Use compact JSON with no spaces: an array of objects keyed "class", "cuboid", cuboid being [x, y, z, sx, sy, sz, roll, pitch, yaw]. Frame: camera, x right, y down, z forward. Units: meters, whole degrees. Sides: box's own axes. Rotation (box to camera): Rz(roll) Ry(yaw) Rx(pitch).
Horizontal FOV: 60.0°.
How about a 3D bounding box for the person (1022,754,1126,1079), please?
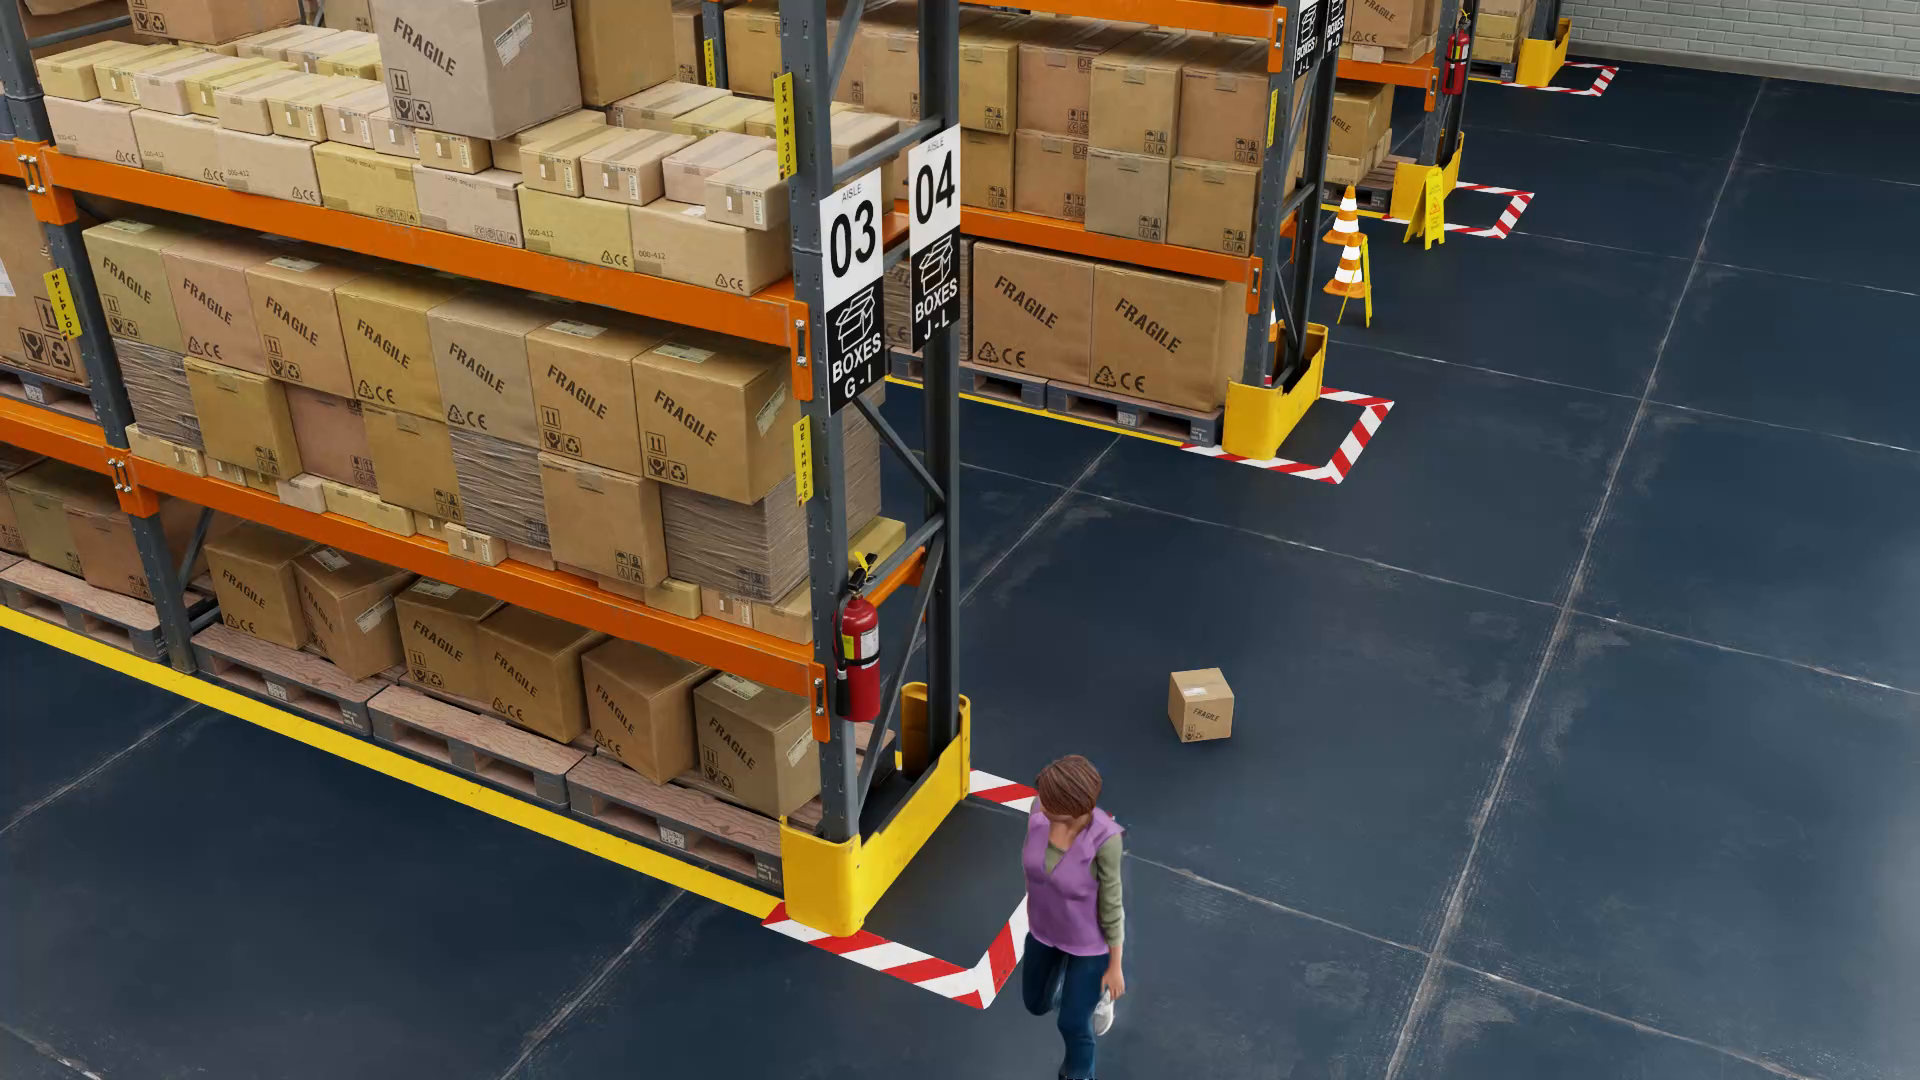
[{"class":"person","cuboid":[0.444,1.367,5.946,0.498,1.567,0.631,22,37,32]}]
